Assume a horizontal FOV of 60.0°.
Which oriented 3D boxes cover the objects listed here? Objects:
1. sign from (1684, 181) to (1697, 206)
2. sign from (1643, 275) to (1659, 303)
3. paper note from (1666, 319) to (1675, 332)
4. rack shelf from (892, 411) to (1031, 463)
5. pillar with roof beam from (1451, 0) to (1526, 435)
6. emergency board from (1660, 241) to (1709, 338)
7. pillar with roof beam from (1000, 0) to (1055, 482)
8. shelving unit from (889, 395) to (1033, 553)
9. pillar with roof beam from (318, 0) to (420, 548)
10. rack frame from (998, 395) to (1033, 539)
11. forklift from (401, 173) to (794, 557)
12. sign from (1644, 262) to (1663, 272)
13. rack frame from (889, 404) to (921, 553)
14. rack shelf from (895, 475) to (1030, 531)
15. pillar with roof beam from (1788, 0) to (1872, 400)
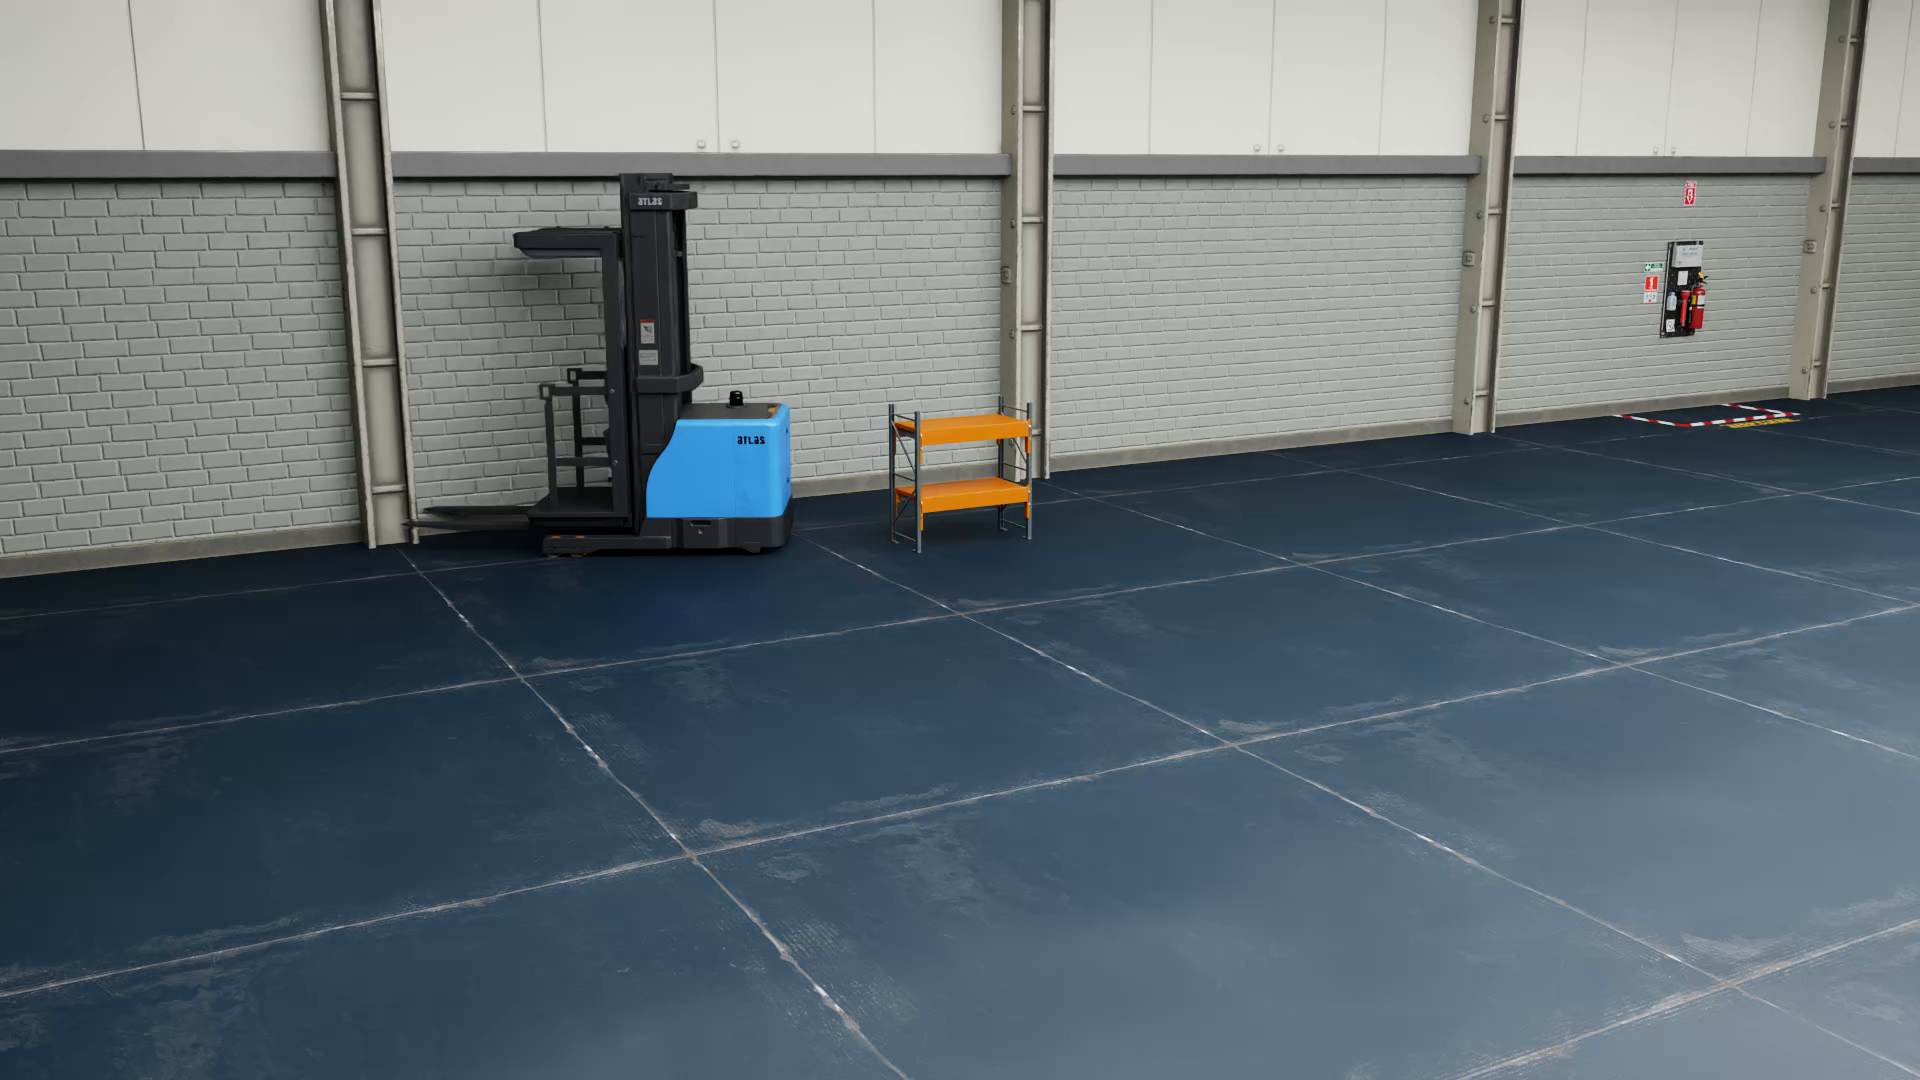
[{"bbox_3d":[8.925,-4.237,20.323,0.199,0.298,0.001,-7,14,-28],"label":"sign"},{"bbox_3d":[8.445,-3.067,20.322,0.234,0.329,0.001,-7,14,-28],"label":"sign"},{"bbox_3d":[8.792,-2.652,20.569,0.142,0.148,0.016,-7,14,-28],"label":"paper note"},{"bbox_3d":[0.006,-0.835,13.425,1.000,0.278,0.538,-7,14,-28],"label":"rack shelf"},{"bbox_3d":[7.964,-4.806,14.469,0.400,9.000,9.100,-7,14,-28],"label":"pillar with roof beam"},{"bbox_3d":[8.980,-3.087,20.496,0.643,1.169,0.194,-7,14,-28],"label":"emergency board"},{"bbox_3d":[2.697,-4.175,11.664,0.400,9.000,9.100,-7,14,-28],"label":"pillar with roof beam"},{"bbox_3d":[0.006,-0.549,13.489,1.048,1.125,0.538,-7,14,-28],"label":"shelving unit"},{"bbox_3d":[-2.569,-3.544,8.859,0.400,9.000,9.100,-7,14,-28],"label":"pillar with roof beam"},{"bbox_3d":[0.452,-0.603,13.726,0.032,1.125,0.500,-7,14,-28],"label":"rack frame"},{"bbox_3d":[-2.904,-1.412,13.207,3.031,2.935,1.130,0,13,-1],"label":"forklift"},{"bbox_3d":[8.454,-3.324,20.258,0.331,0.109,0.001,-7,14,-28],"label":"sign"},{"bbox_3d":[-0.440,-0.496,13.251,0.032,1.125,0.500,-7,14,-28],"label":"rack frame"},{"bbox_3d":[0.006,-0.311,13.543,1.000,0.278,0.538,-7,14,-28],"label":"rack shelf"},{"bbox_3d":[13.230,-5.437,17.273,0.400,9.000,9.100,-7,14,-28],"label":"pillar with roof beam"}]
